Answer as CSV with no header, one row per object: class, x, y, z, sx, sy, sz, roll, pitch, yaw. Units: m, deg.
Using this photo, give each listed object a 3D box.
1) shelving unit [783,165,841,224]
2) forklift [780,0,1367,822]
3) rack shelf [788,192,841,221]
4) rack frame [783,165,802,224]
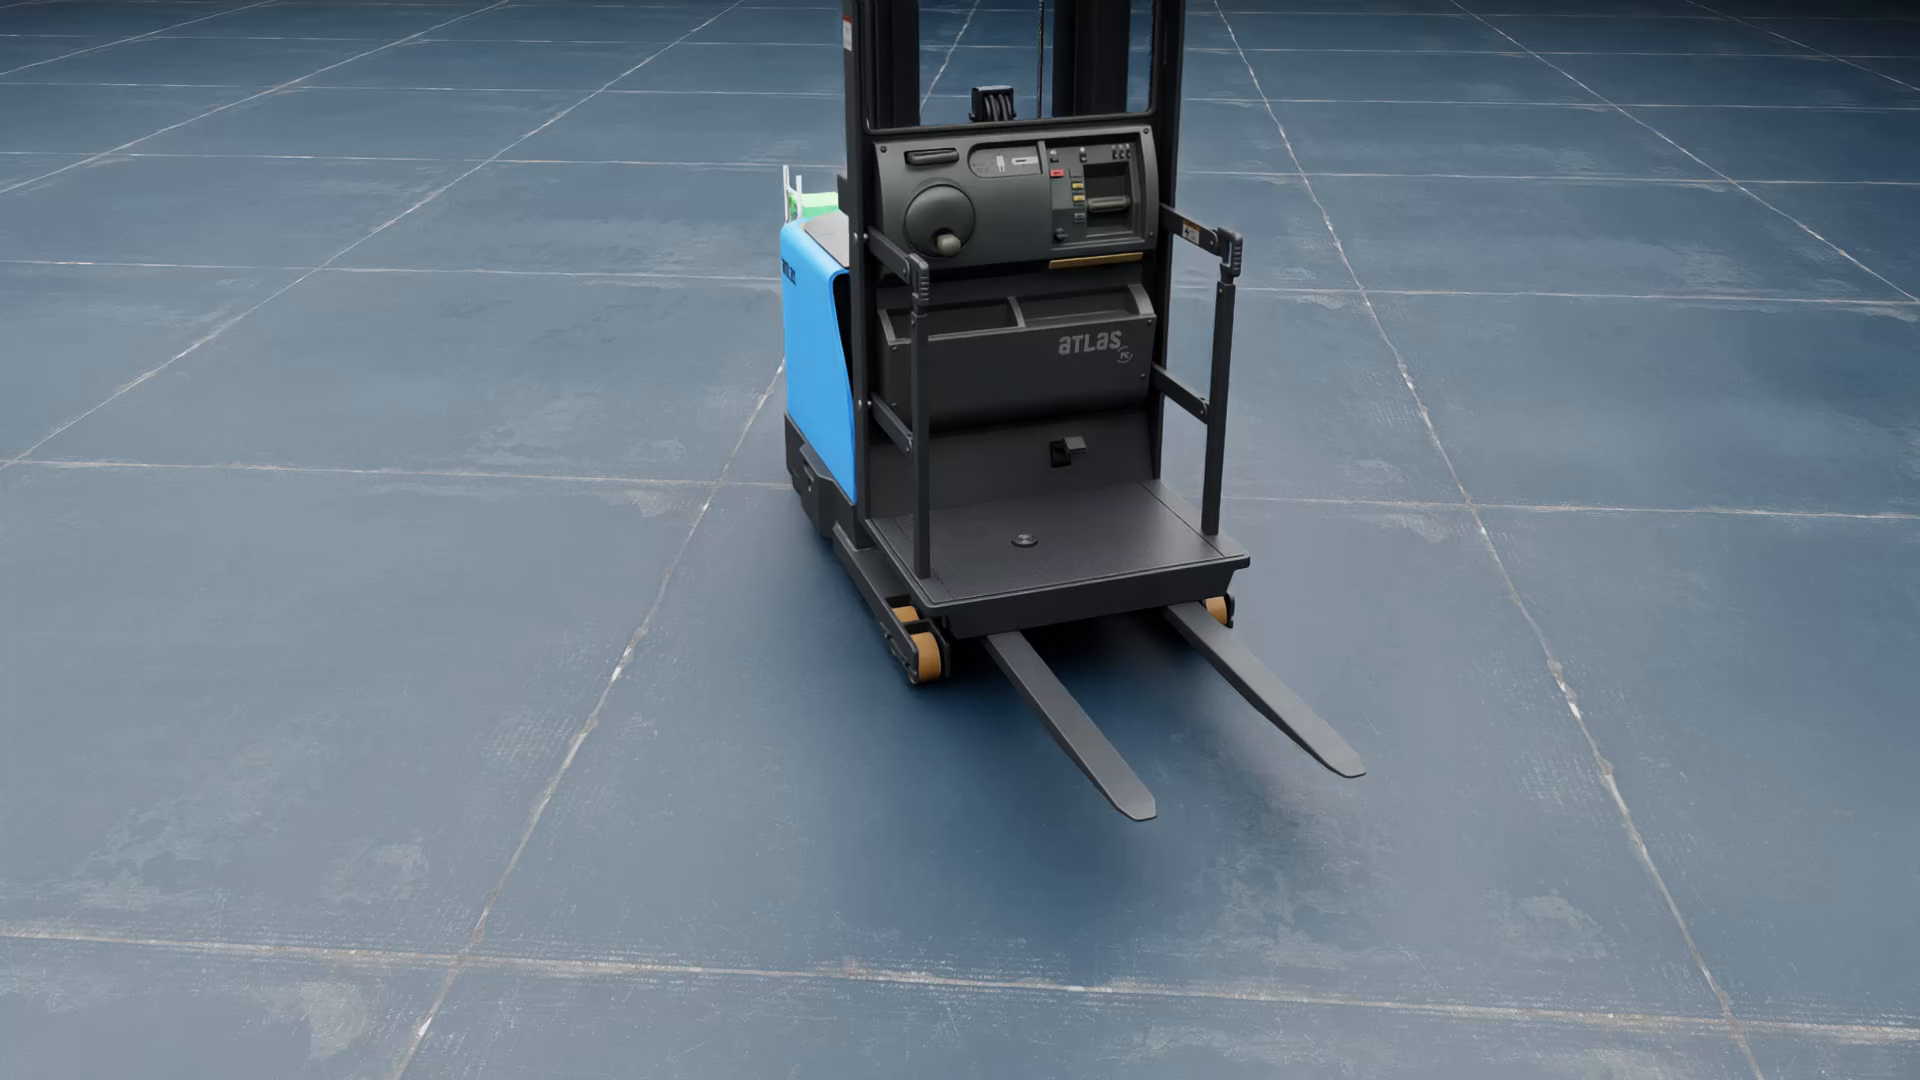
shelving unit,-0.422,-0.927,6.820,0.503,1.200,0.258,-8,24,-17
forklift,0.261,-1.067,5.062,1.130,2.935,3.031,-8,26,-17
rack shelf,-0.425,-1.309,6.656,0.480,0.148,0.258,-8,24,-17
rack frame,-0.653,-0.894,6.749,0.015,1.200,0.240,-8,24,-17
